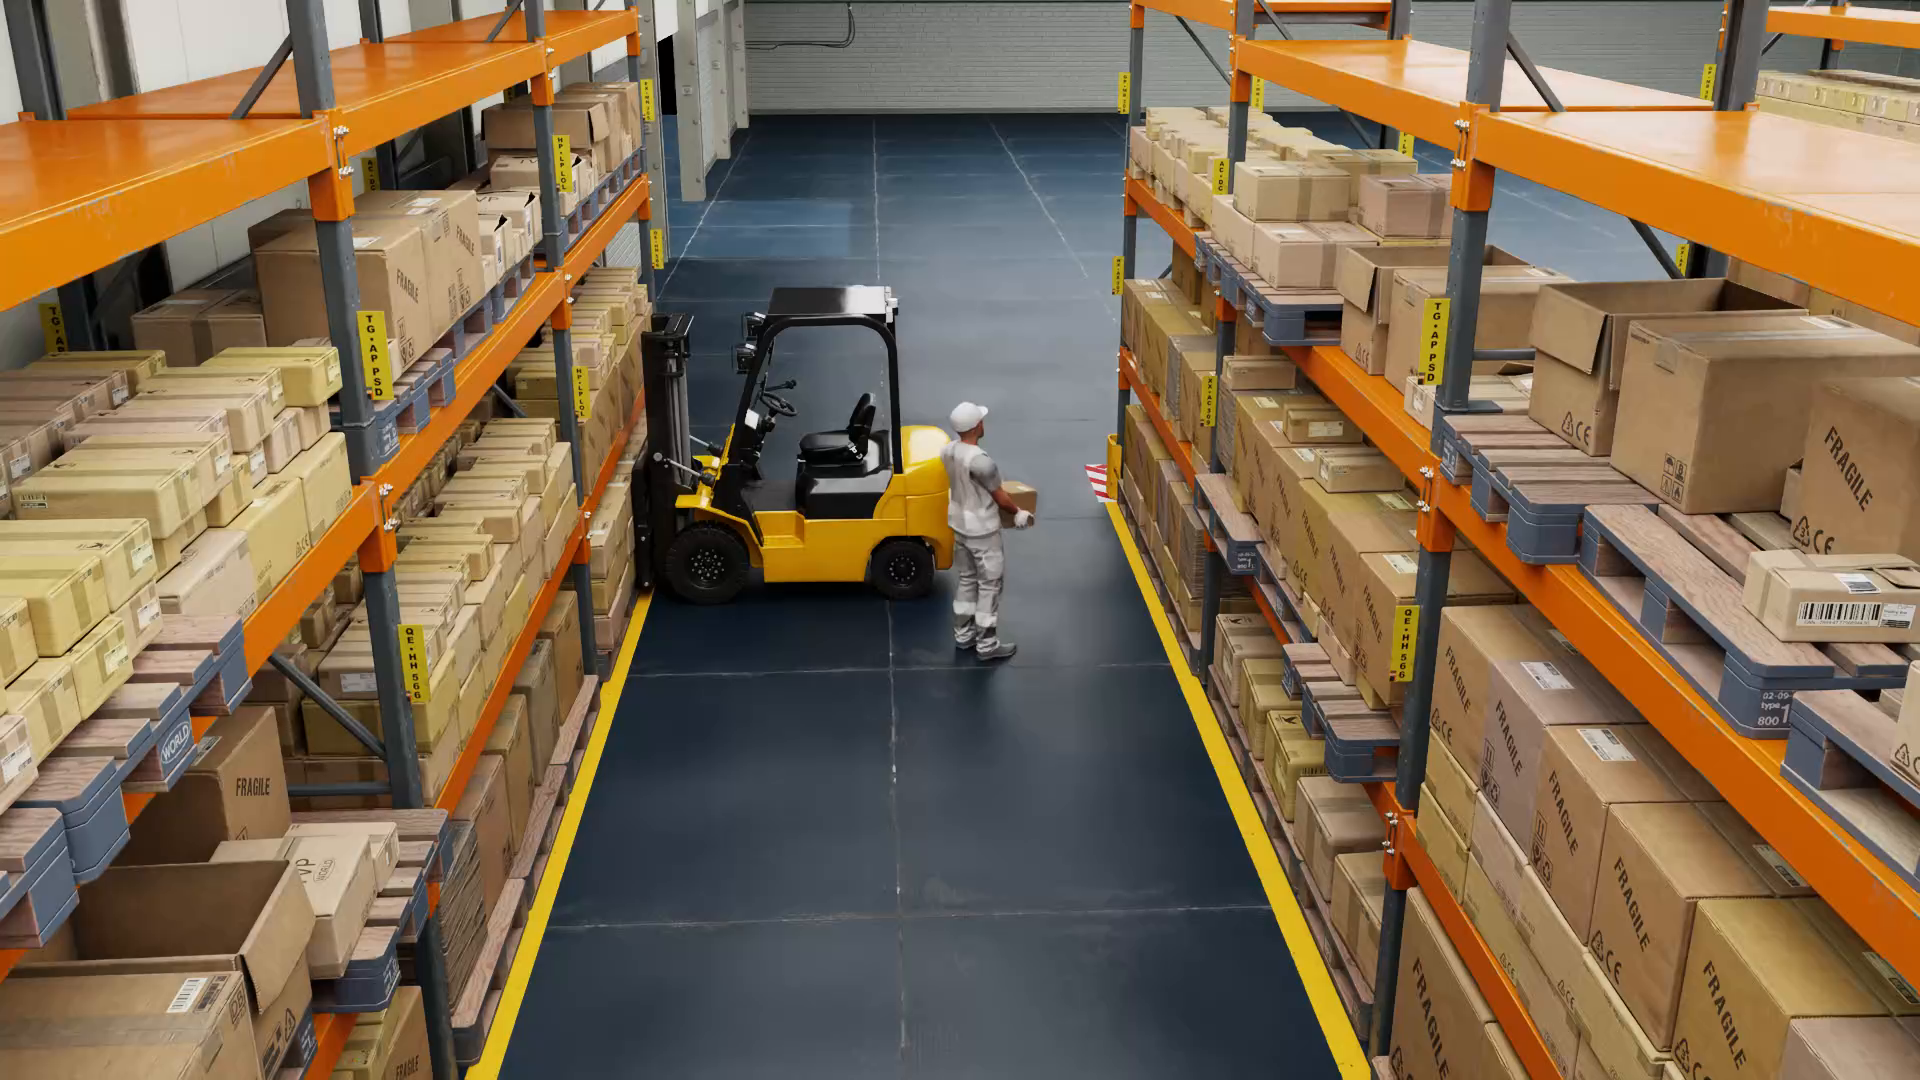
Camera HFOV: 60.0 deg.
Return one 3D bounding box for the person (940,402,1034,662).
[{"bbox_3d":[0.183,-0.089,11.280,0.562,1.792,0.506,-12,24,-30],"label":"person"}]
